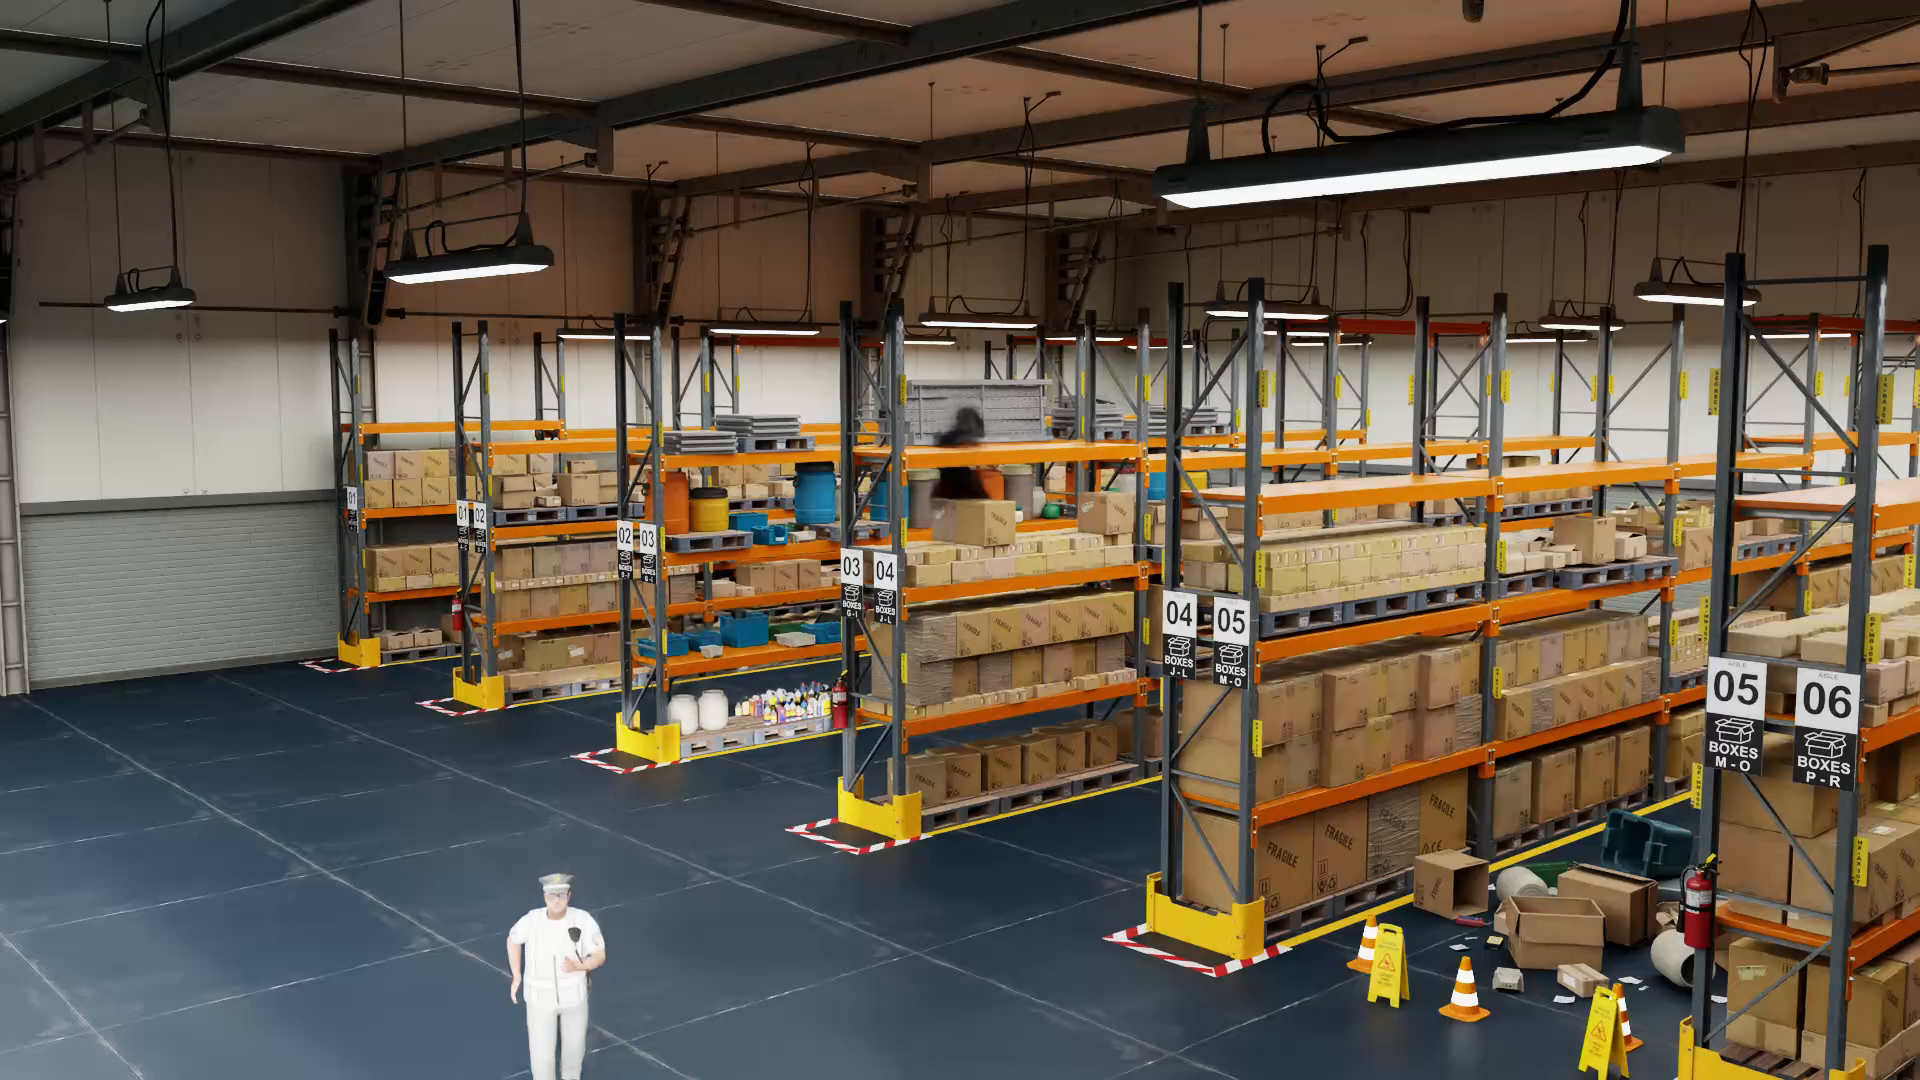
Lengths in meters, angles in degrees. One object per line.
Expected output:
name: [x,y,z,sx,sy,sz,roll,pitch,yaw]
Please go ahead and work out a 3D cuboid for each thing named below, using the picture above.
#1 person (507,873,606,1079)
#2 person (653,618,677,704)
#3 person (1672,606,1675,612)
person: [-2.749,3.158,11.374,0.640,1.839,0.837,-2,6,-17]
person: [-4.359,1.943,24.837,0.534,1.564,0.493,4,7,34]
person: [10.655,1.837,24.997,0.835,1.769,0.717,-5,7,-40]
